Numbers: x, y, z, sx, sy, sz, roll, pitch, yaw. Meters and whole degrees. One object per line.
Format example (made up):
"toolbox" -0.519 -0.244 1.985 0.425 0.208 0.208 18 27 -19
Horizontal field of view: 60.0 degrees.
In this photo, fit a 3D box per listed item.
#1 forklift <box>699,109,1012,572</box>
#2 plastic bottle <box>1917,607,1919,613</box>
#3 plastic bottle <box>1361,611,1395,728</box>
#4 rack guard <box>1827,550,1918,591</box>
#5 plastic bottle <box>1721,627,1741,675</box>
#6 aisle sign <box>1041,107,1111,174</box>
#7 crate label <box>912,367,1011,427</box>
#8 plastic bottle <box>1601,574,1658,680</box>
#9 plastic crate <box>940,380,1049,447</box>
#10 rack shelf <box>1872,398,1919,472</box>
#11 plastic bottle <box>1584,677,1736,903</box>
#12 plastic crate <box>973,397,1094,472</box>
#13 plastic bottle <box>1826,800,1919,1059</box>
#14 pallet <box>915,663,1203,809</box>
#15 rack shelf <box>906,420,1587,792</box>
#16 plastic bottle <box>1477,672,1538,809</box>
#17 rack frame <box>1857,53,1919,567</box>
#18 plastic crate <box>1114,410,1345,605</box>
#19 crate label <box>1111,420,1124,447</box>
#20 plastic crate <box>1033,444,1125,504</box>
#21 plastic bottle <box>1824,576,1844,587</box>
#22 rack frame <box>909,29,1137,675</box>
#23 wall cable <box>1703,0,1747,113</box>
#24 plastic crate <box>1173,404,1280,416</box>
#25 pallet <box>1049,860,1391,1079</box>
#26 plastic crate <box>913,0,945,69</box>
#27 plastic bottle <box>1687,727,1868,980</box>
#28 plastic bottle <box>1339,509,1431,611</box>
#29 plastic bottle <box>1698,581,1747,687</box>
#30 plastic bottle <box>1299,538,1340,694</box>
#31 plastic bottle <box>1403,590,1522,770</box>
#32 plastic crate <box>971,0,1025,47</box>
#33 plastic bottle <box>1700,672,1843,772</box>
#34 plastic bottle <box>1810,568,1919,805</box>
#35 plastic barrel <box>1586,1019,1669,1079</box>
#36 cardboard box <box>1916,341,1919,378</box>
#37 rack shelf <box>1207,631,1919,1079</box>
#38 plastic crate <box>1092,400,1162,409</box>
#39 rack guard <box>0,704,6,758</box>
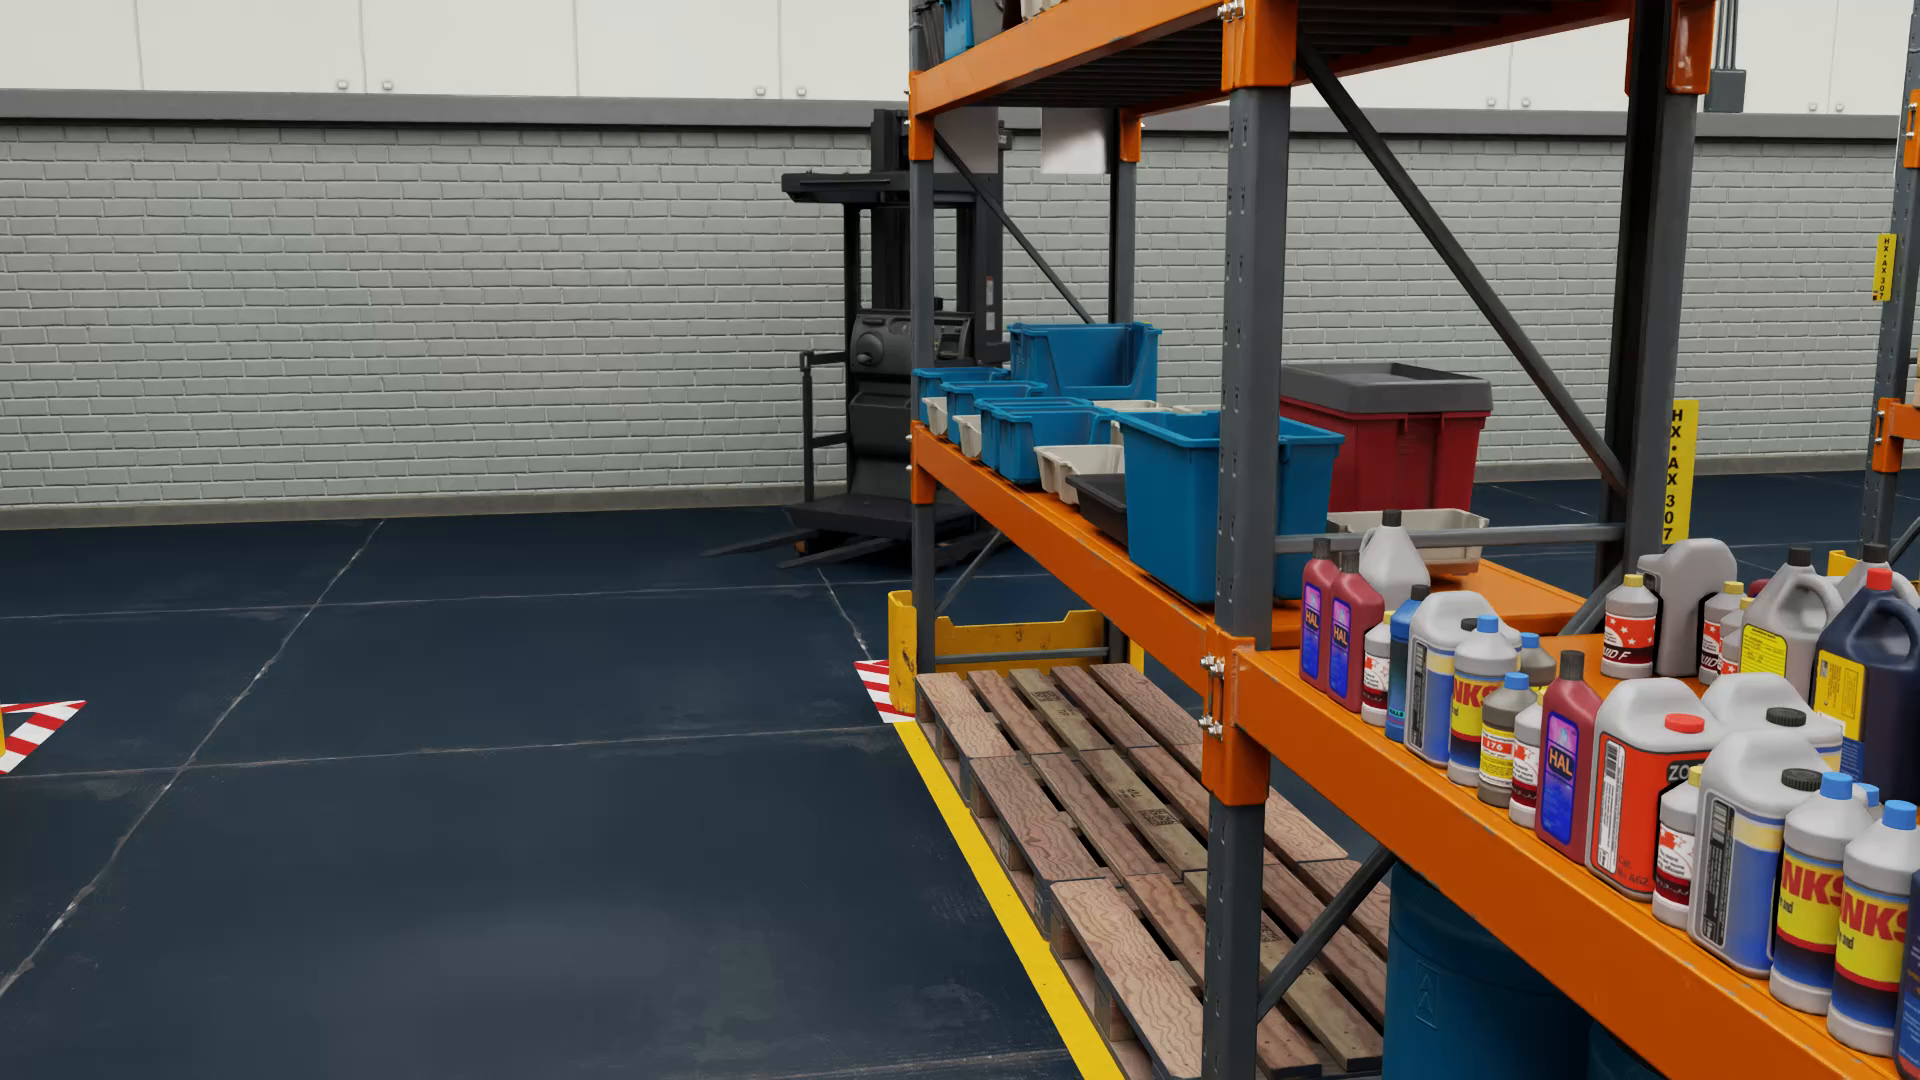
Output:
"forklift" -0.450 -1.329 10.841 1.130 2.935 3.031 7 13 34
"plastic bottle" 1.594 0.219 2.655 0.144 0.351 0.185 -2 11 -11
"plastic bottle" 0.778 0.230 2.999 0.097 0.201 0.097 0 11 0
"rack guard" 5.134 0.314 8.709 1.175 0.500 0.348 -2 11 -11
"plastic bottle" 1.405 0.237 2.959 0.097 0.201 0.097 0 11 0
"aisle sign" 0.554 -2.030 7.388 0.394 0.787 0.004 -2 11 -11
"crate label" 0.006 -0.619 7.215 0.416 0.233 0.303 -2 11 -11
"plastic bottle" 1.334 0.170 3.311 0.097 0.201 0.097 0 11 0
"plastic crate" 0.134 -0.499 6.581 0.416 0.233 0.300 -2 11 -11
"rack shelf" 5.528 -0.189 6.593 1.077 0.370 4.000 -2 11 -11
"plastic bottle" 0.955 0.334 2.252 0.152 0.276 0.135 -2 11 -11
"plastic crate" 0.262 -0.378 5.947 0.416 0.233 0.300 -2 11 -11
"plastic bottle" 1.015 0.419 1.818 0.097 0.271 0.097 0 11 0
"pallet" 0.403 0.793 6.965 1.003 0.211 1.213 -2 11 -11
"rack shelf" 0.670 -0.009 5.646 1.077 0.370 4.000 -2 11 -11
"plastic bottle" 0.861 0.308 2.588 0.097 0.201 0.097 0 11 0
"rack frame" 5.139 -0.909 8.453 1.000 3.000 0.127 -2 11 -11
"plastic crate" 0.633 -0.091 4.032 0.392 0.384 0.575 -2 11 -11
"crate label" 0.737 -0.382 6.228 0.396 0.136 0.243 -2 11 -11
"plastic crate" 0.425 -0.204 5.291 0.293 0.136 0.466 -2 11 -11
"plastic bottle" 1.524 0.193 2.993 0.152 0.276 0.135 -2 11 -11
"rack frame" 0.281 -0.729 7.506 1.000 3.000 0.127 -2 11 -11
"wall cable" 7.420 -6.599 13.698 2.277 5.999 0.120 -2 11 -11
"plastic crate" 0.942 -0.254 5.164 0.437 0.282 0.530 -2 11 -11
"pallet" 0.878 1.241 4.614 1.003 0.211 1.213 -2 11 -11
"plastic crate" 0.082 -2.058 6.814 0.497 0.269 0.590 -2 11 -11
"plastic bottle" 1.000 0.376 2.029 0.152 0.276 0.135 -2 11 -11
"plastic bottle" 0.817 0.112 3.216 0.144 0.351 0.185 -2 11 -11
"plastic bottle" 1.502 0.183 3.246 0.097 0.201 0.097 0 11 0
"plastic bottle" 0.712 0.144 3.228 0.061 0.283 0.133 -2 11 -11
"plastic bottle" 0.846 0.231 2.792 0.152 0.276 0.135 -2 11 -11
"plastic crate" 0.308 -1.882 5.707 0.504 0.338 0.767 -2 11 -11
"plastic bottle" 1.104 0.328 2.281 0.152 0.276 0.135 -2 11 -11
"plastic bottle" 1.453 0.224 2.628 0.144 0.351 0.185 -2 11 -11
"plastic barrel" 1.286 1.059 2.599 0.600 0.901 0.708 -2 11 -11
"cardboard box" 4.968 -0.884 7.925 0.500 0.250 0.500 -2 11 -13
"rack shelf" 1.448 0.724 1.792 1.077 0.370 4.000 -2 11 -11
"plastic crate" 0.617 -0.486 6.774 0.396 0.136 0.243 -2 11 -11
"rack guard" -4.564 0.692 6.724 1.175 0.500 0.348 -2 11 -11
